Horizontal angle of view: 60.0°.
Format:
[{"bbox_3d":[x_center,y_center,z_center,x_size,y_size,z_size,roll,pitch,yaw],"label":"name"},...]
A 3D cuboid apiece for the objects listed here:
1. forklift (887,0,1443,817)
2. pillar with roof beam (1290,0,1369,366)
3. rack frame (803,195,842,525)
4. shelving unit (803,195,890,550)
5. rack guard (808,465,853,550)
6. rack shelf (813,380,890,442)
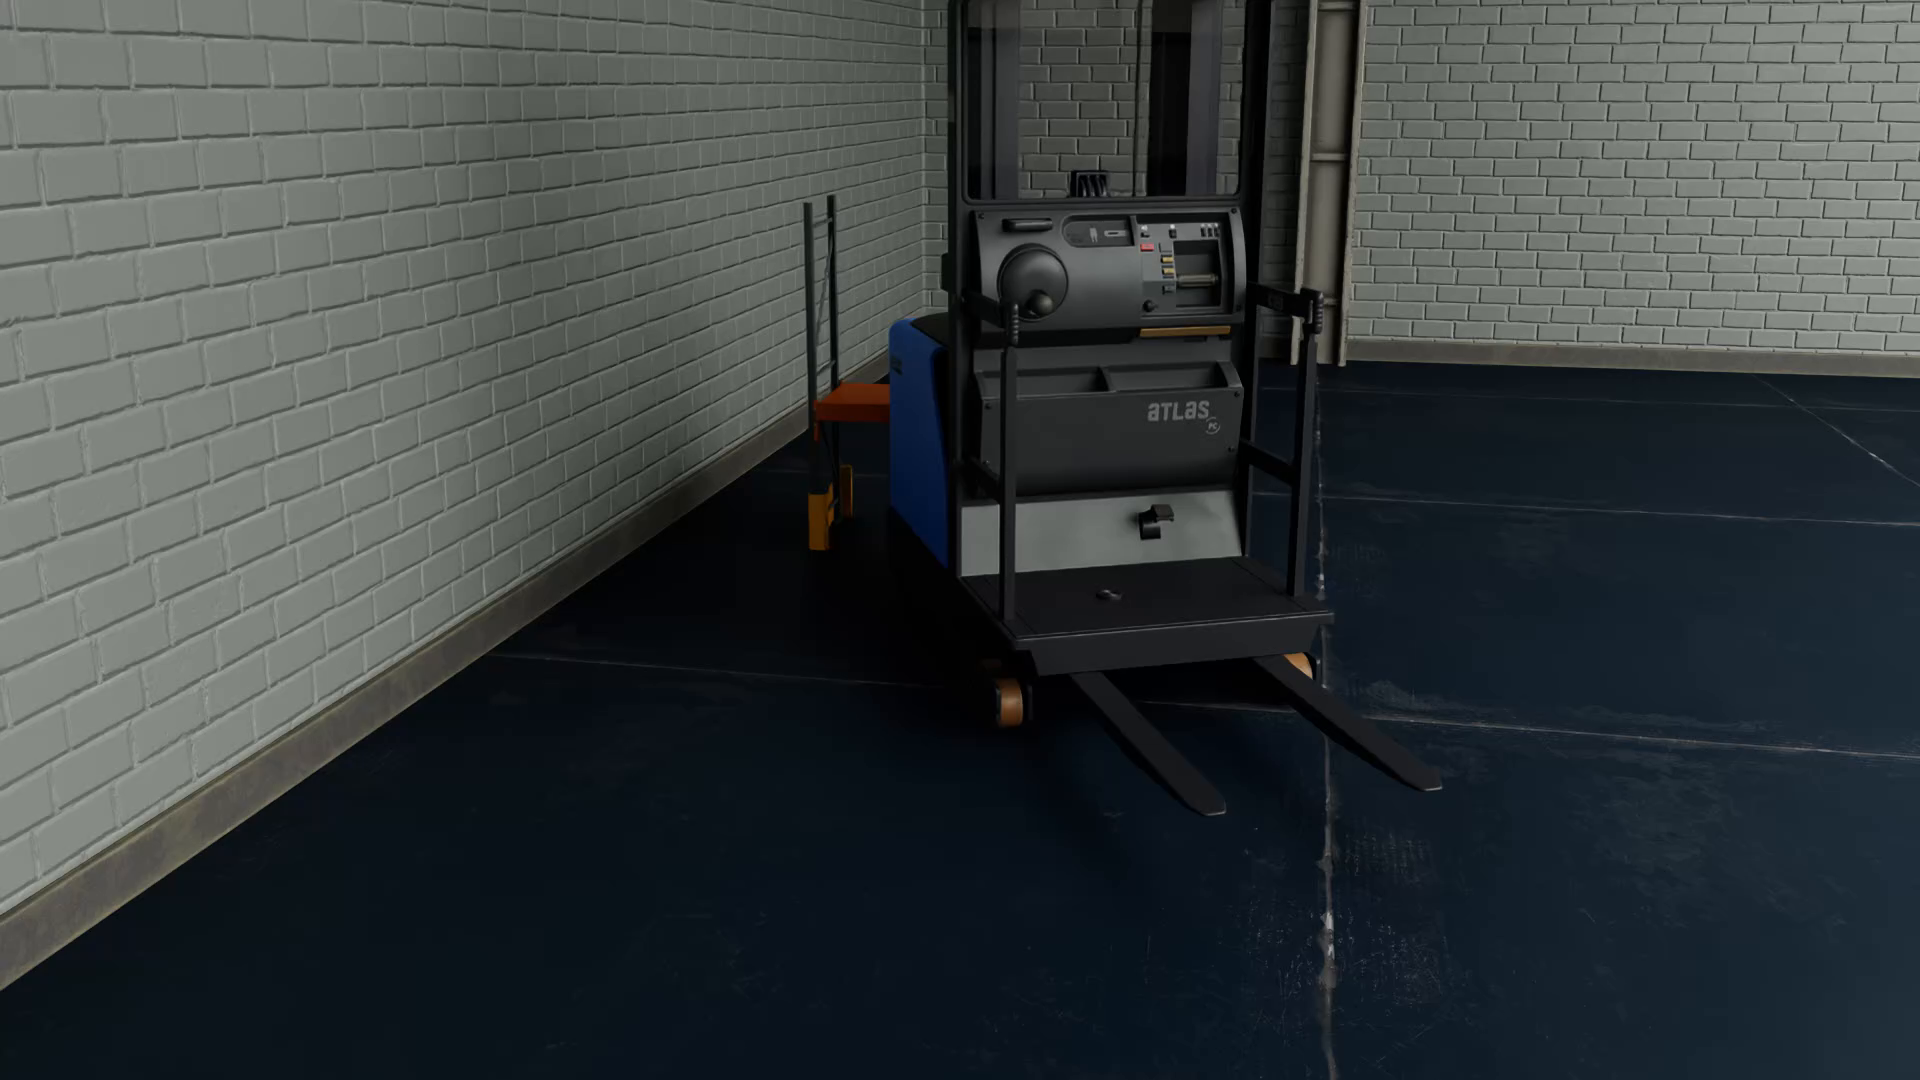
[{"bbox_3d":[0.560,-0.921,5.328,1.130,2.935,3.031,-4,16,-14],"label":"forklift"},{"bbox_3d":[1.768,-4.519,6.949,0.400,9.000,9.100,3,16,11],"label":"pillar with roof beam"},{"bbox_3d":[-0.608,-0.758,7.418,0.032,1.500,0.500,2,16,8],"label":"rack frame"},{"bbox_3d":[-0.096,-0.738,7.346,1.083,1.500,0.587,2,16,8],"label":"shelving unit"},{"bbox_3d":[-0.588,-0.155,7.582,0.087,0.250,0.587,2,16,8],"label":"rack guard"},{"bbox_3d":[-0.105,-0.565,7.396,1.000,0.185,0.538,2,16,8],"label":"rack shelf"}]
